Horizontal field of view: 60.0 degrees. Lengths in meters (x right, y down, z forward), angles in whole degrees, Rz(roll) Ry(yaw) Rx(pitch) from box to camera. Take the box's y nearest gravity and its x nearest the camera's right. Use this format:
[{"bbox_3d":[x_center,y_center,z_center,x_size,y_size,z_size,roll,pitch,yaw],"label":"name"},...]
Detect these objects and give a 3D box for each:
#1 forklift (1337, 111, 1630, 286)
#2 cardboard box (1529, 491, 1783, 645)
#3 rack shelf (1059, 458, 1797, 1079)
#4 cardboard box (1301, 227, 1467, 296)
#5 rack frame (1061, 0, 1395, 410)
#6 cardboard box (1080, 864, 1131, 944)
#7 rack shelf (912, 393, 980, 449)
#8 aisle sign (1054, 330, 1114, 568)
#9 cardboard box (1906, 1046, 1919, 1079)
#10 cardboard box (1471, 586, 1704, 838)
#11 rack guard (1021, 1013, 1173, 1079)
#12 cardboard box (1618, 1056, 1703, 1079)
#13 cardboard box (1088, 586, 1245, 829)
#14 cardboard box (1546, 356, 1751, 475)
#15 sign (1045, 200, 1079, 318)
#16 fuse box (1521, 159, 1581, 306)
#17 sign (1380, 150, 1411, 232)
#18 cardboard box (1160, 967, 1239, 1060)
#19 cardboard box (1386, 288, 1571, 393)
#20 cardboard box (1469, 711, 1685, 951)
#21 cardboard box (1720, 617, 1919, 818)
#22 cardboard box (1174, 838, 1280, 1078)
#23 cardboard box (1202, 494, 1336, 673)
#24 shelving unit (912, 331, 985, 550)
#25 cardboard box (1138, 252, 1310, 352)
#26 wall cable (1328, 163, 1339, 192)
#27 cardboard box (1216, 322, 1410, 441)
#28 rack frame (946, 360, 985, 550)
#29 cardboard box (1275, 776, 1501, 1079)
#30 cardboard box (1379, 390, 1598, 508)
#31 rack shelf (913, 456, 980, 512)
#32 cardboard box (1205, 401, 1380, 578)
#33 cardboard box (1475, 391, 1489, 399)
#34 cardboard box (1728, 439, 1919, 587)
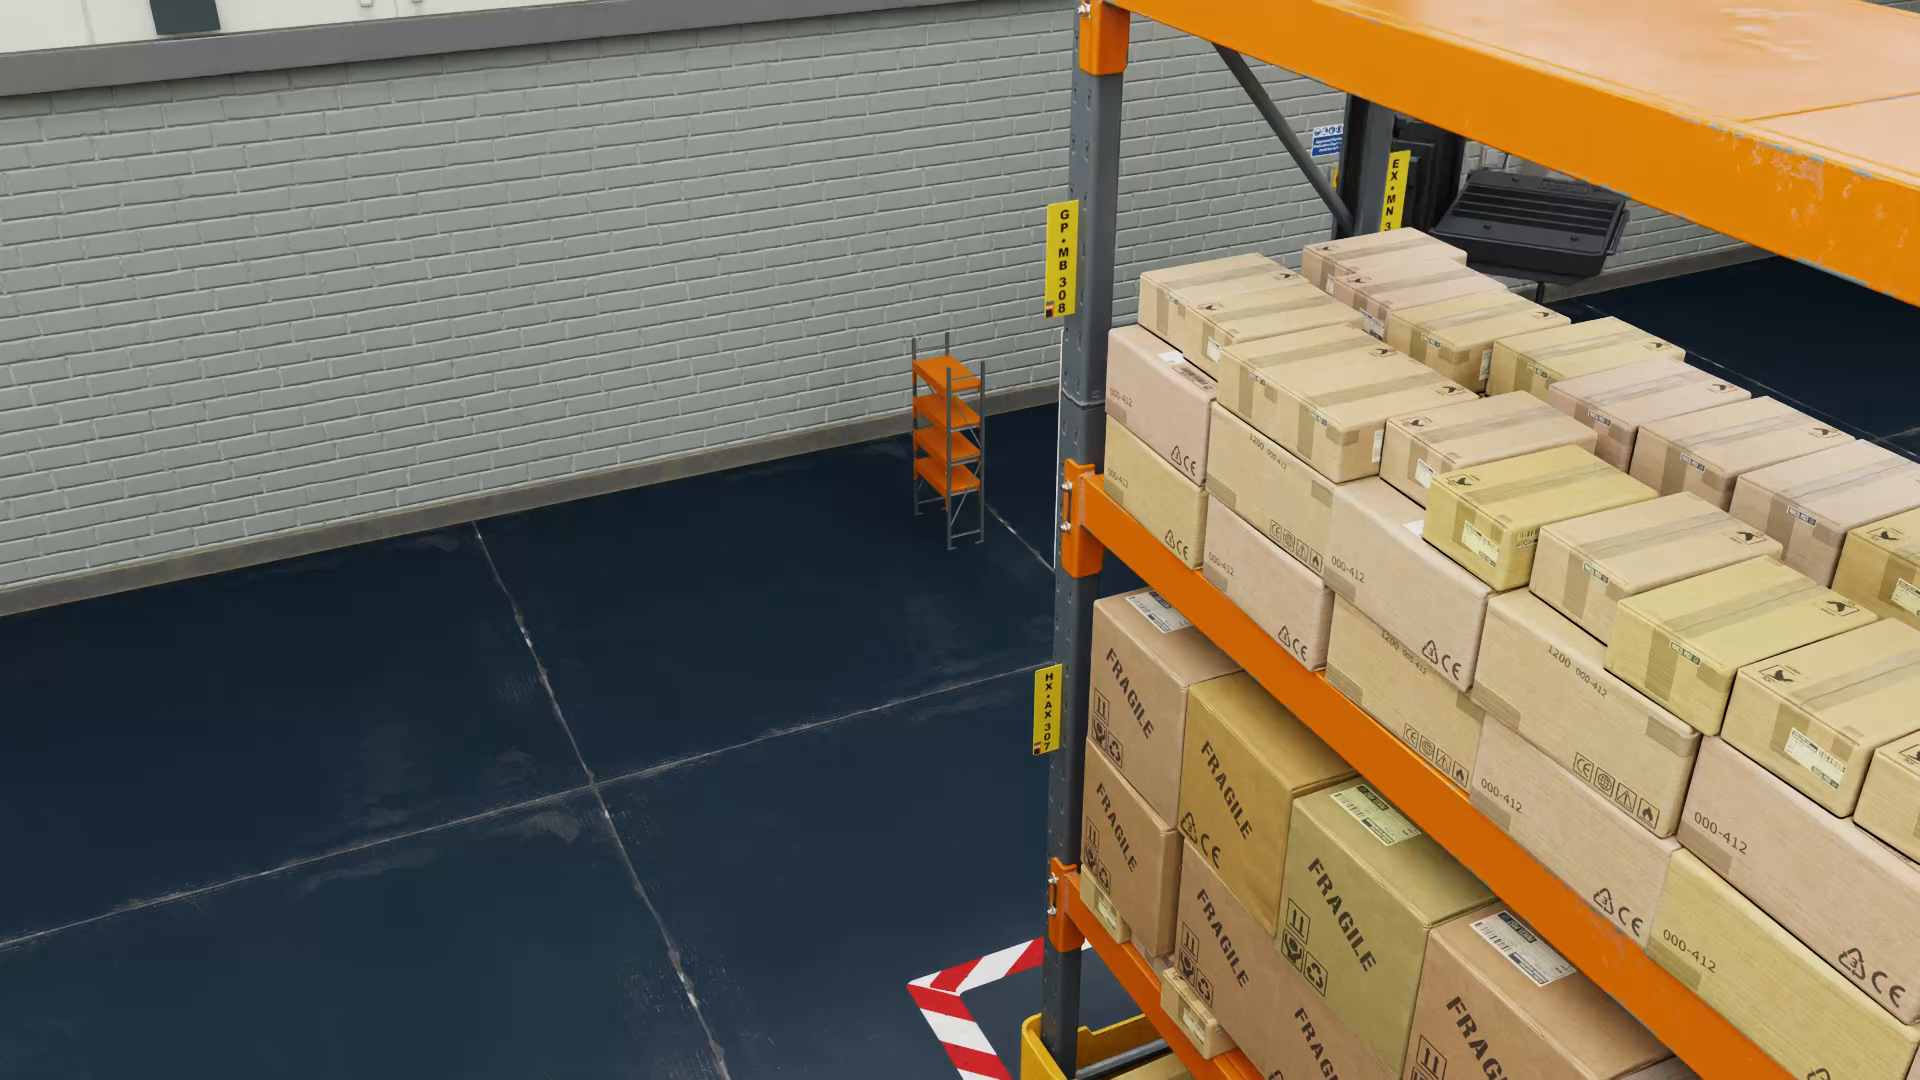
[{"bbox_3d":[2.666,-0.703,8.480,3.031,2.935,1.130,13,32,22],"label":"forklift"},{"bbox_3d":[1.345,0.054,3.227,0.380,0.149,0.250,-12,31,-20],"label":"cardboard box"},{"bbox_3d":[1.631,0.695,3.586,1.077,0.370,4.000,-13,32,-22],"label":"rack shelf"},{"bbox_3d":[1.180,-0.744,4.650,0.380,0.149,0.250,-13,32,-22],"label":"cardboard box"},{"bbox_3d":[0.772,-1.811,4.251,1.000,3.000,0.127,-13,32,-22],"label":"rack frame"},{"bbox_3d":[0.615,1.127,5.402,0.380,0.149,0.250,-13,32,-22],"label":"cardboard box"},{"bbox_3d":[-0.071,-0.733,9.983,0.258,0.148,0.480,-13,32,-22],"label":"rack shelf"},{"bbox_3d":[0.470,-0.297,5.028,0.394,0.787,0.004,-13,32,-22],"label":"aisle sign"},{"bbox_3d":[1.831,0.947,2.554,0.500,0.250,0.500,-13,32,-22],"label":"cardboard box"},{"bbox_3d":[1.375,0.273,3.245,0.500,0.250,0.500,-14,32,-24],"label":"cardboard box"},{"bbox_3d":[0.805,1.930,6.270,1.175,0.500,0.348,-13,32,-22],"label":"rack guard"},{"bbox_3d":[1.609,1.356,3.309,0.500,0.500,0.500,-12,32,-21],"label":"cardboard box"},{"bbox_3d":[0.725,0.451,4.924,0.500,0.500,0.500,-13,32,-22],"label":"cardboard box"},{"bbox_3d":[1.574,-0.283,3.828,0.380,0.149,0.250,-14,32,-23],"label":"cardboard box"},{"bbox_3d":[0.282,-0.770,4.568,0.100,0.325,0.005,-13,32,-22],"label":"sign"},{"bbox_3d":[4.717,-2.579,13.072,0.539,1.711,0.414,-13,32,-22],"label":"fuse box"},{"bbox_3d":[1.282,-0.996,4.961,0.100,0.325,0.005,-13,32,-22],"label":"sign"},{"bbox_3d":[0.829,1.361,4.985,0.380,0.149,0.250,-14,32,-23],"label":"cardboard box"},{"bbox_3d":[1.308,-0.501,4.217,0.380,0.149,0.250,-14,32,-23],"label":"cardboard box"},{"bbox_3d":[1.401,0.504,3.344,0.500,0.250,0.500,-13,32,-22],"label":"cardboard box"},{"bbox_3d":[1.529,0.291,2.804,0.380,0.149,0.250,-13,32,-22],"label":"cardboard box"},{"bbox_3d":[0.968,1.120,4.752,0.500,0.500,0.500,-13,32,-22],"label":"cardboard box"},{"bbox_3d":[0.956,0.049,4.156,0.500,0.250,0.500,-12,31,-20],"label":"cardboard box"},{"bbox_3d":[-0.071,-0.596,10.060,0.258,1.200,0.503,-13,32,-22],"label":"shelving unit"},{"bbox_3d":[0.705,-0.638,4.461,0.380,0.149,0.250,-13,32,-22],"label":"cardboard box"},{"bbox_3d":[2.757,-3.221,11.829,0.585,1.953,0.123,-13,32,-22],"label":"wall cable"},{"bbox_3d":[0.849,-0.386,4.013,0.380,0.149,0.250,-13,32,-22],"label":"cardboard box"},{"bbox_3d":[0.034,-0.489,9.868,0.240,1.200,0.015,-13,32,-22],"label":"rack frame"},{"bbox_3d":[1.150,0.907,4.111,0.500,0.500,0.500,-14,32,-23],"label":"cardboard box"},{"bbox_3d":[1.159,-0.187,3.658,0.380,0.149,0.250,-12,31,-21],"label":"cardboard box"},{"bbox_3d":[-0.071,-0.365,10.190,0.258,0.148,0.480,-13,32,-22],"label":"rack shelf"},{"bbox_3d":[0.951,-0.176,4.046,0.500,0.250,0.500,-13,32,-23],"label":"cardboard box"},{"bbox_3d":[1.420,-0.279,4.230,0.500,0.250,0.500,-14,32,-23],"label":"cardboard box"},{"bbox_3d":[1.821,-0.059,3.430,0.380,0.149,0.250,-14,32,-23],"label":"cardboard box"}]
